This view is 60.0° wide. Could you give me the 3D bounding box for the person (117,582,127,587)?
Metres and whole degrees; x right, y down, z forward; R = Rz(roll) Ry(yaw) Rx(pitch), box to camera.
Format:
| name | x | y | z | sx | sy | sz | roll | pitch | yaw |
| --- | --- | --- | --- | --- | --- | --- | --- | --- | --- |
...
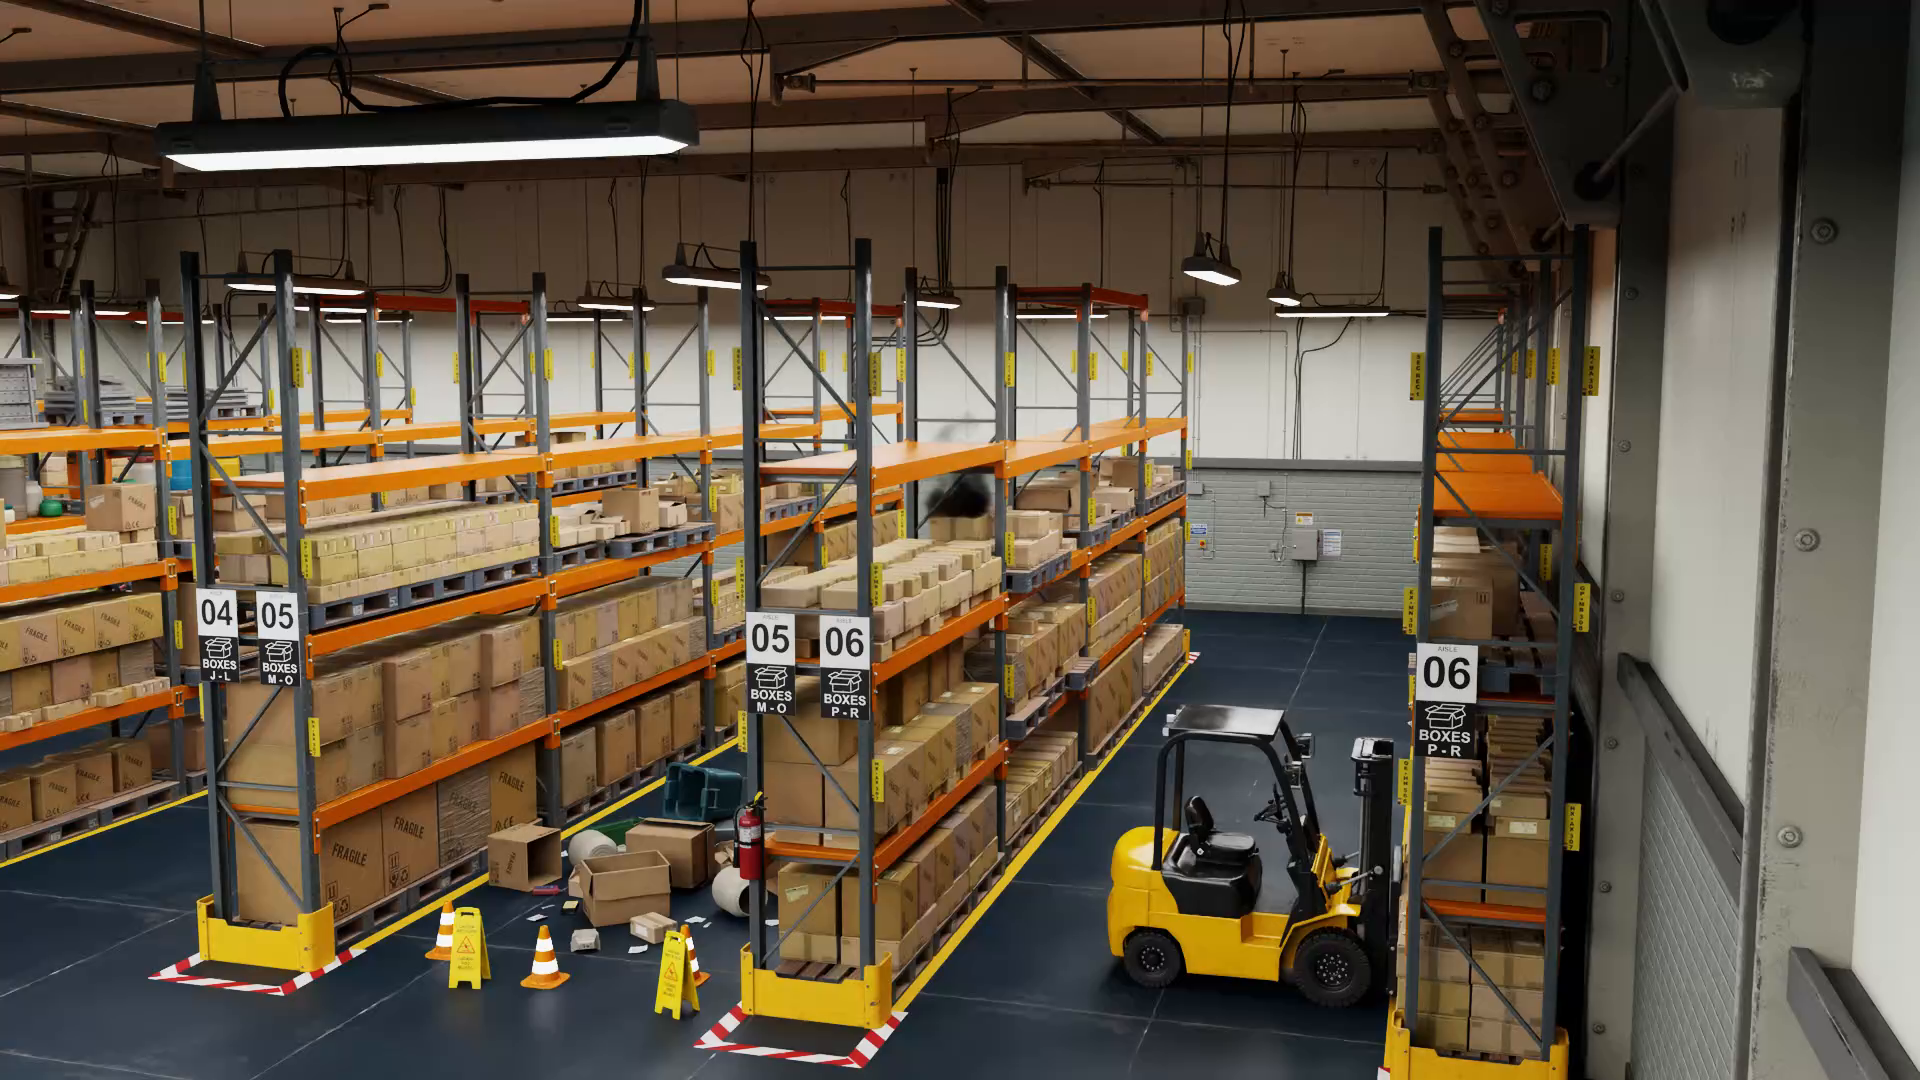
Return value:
| name | x | y | z | sx | sy | sz | roll | pitch | yaw |
| --- | --- | --- | --- | --- | --- | --- | --- | --- | --- |
| person | -13.959 | 1.158 | 28.051 | 0.678 | 1.787 | 0.916 | 1 | 6 | 10 |
